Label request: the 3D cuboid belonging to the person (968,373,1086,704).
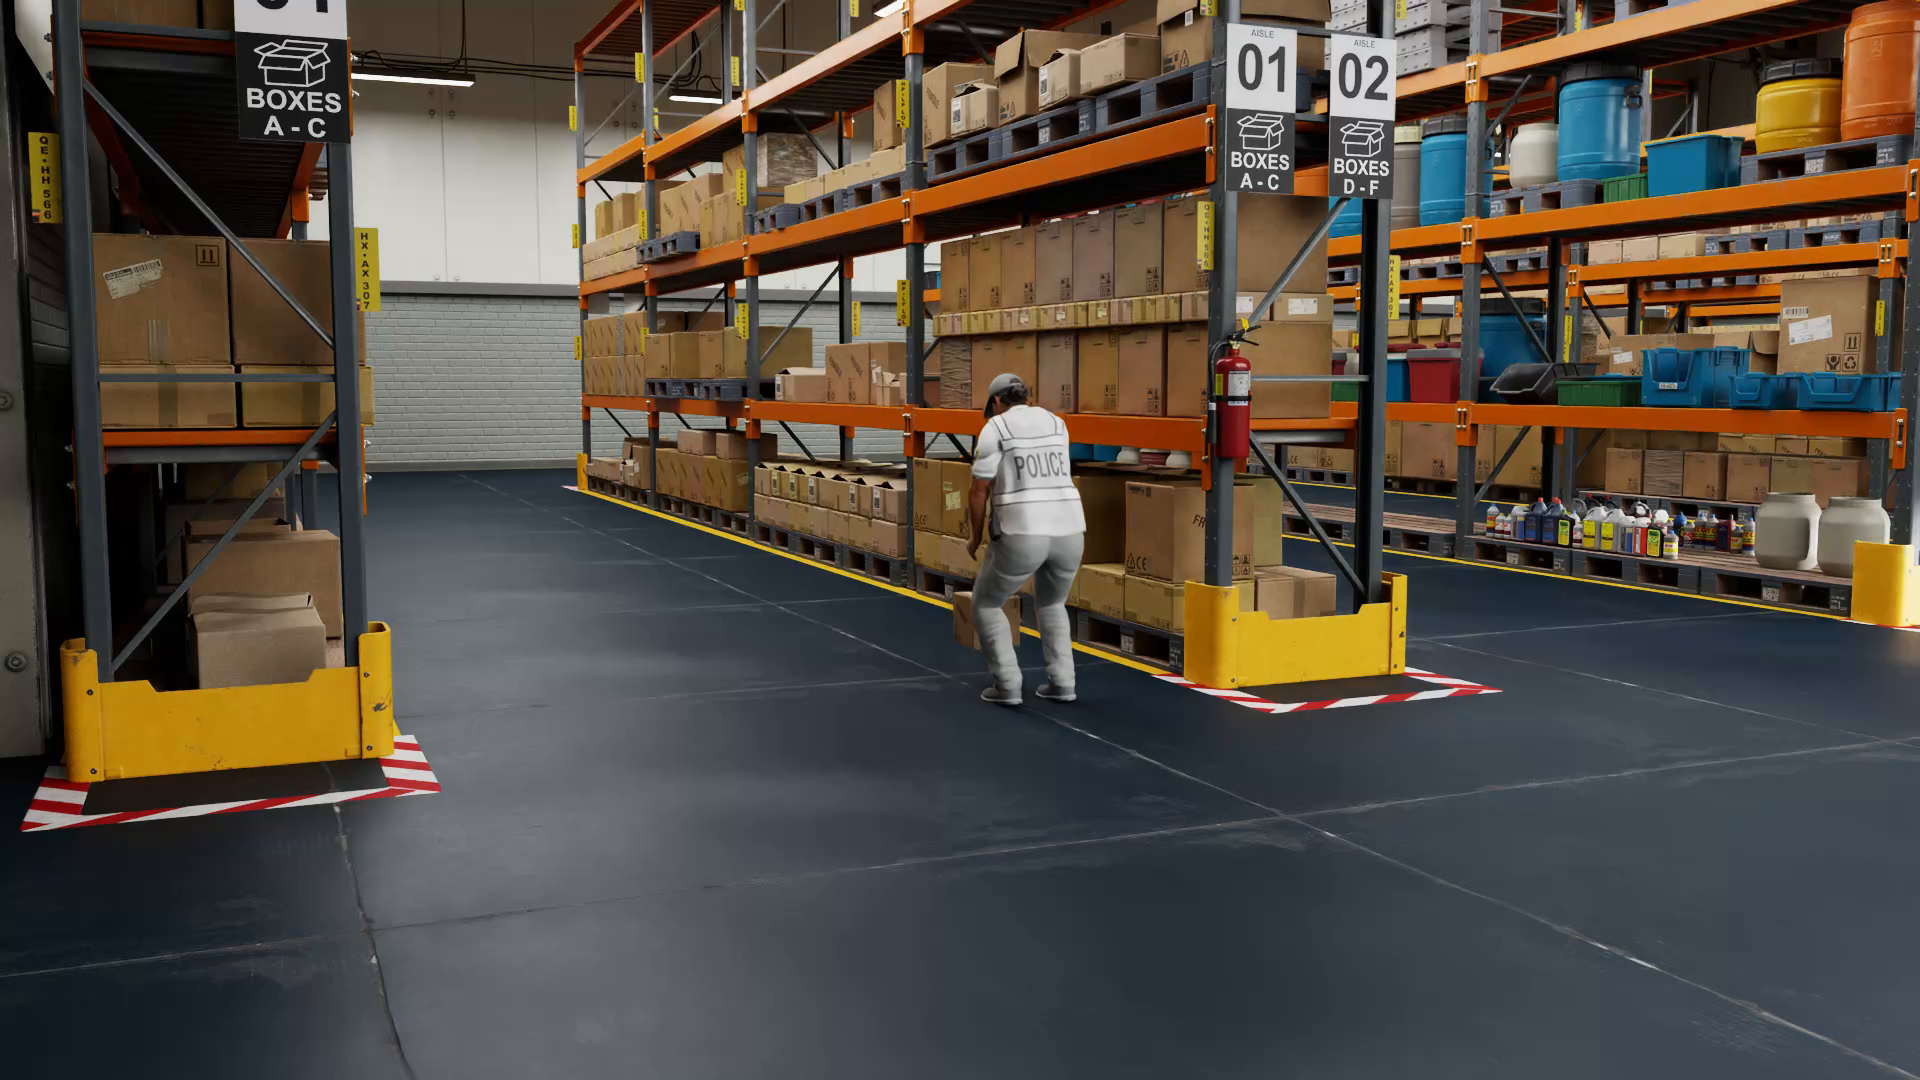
[{"bbox_3d":[0.279,-0.006,7.770,0.519,1.541,0.539,-2,6,-23],"label":"person"}]
